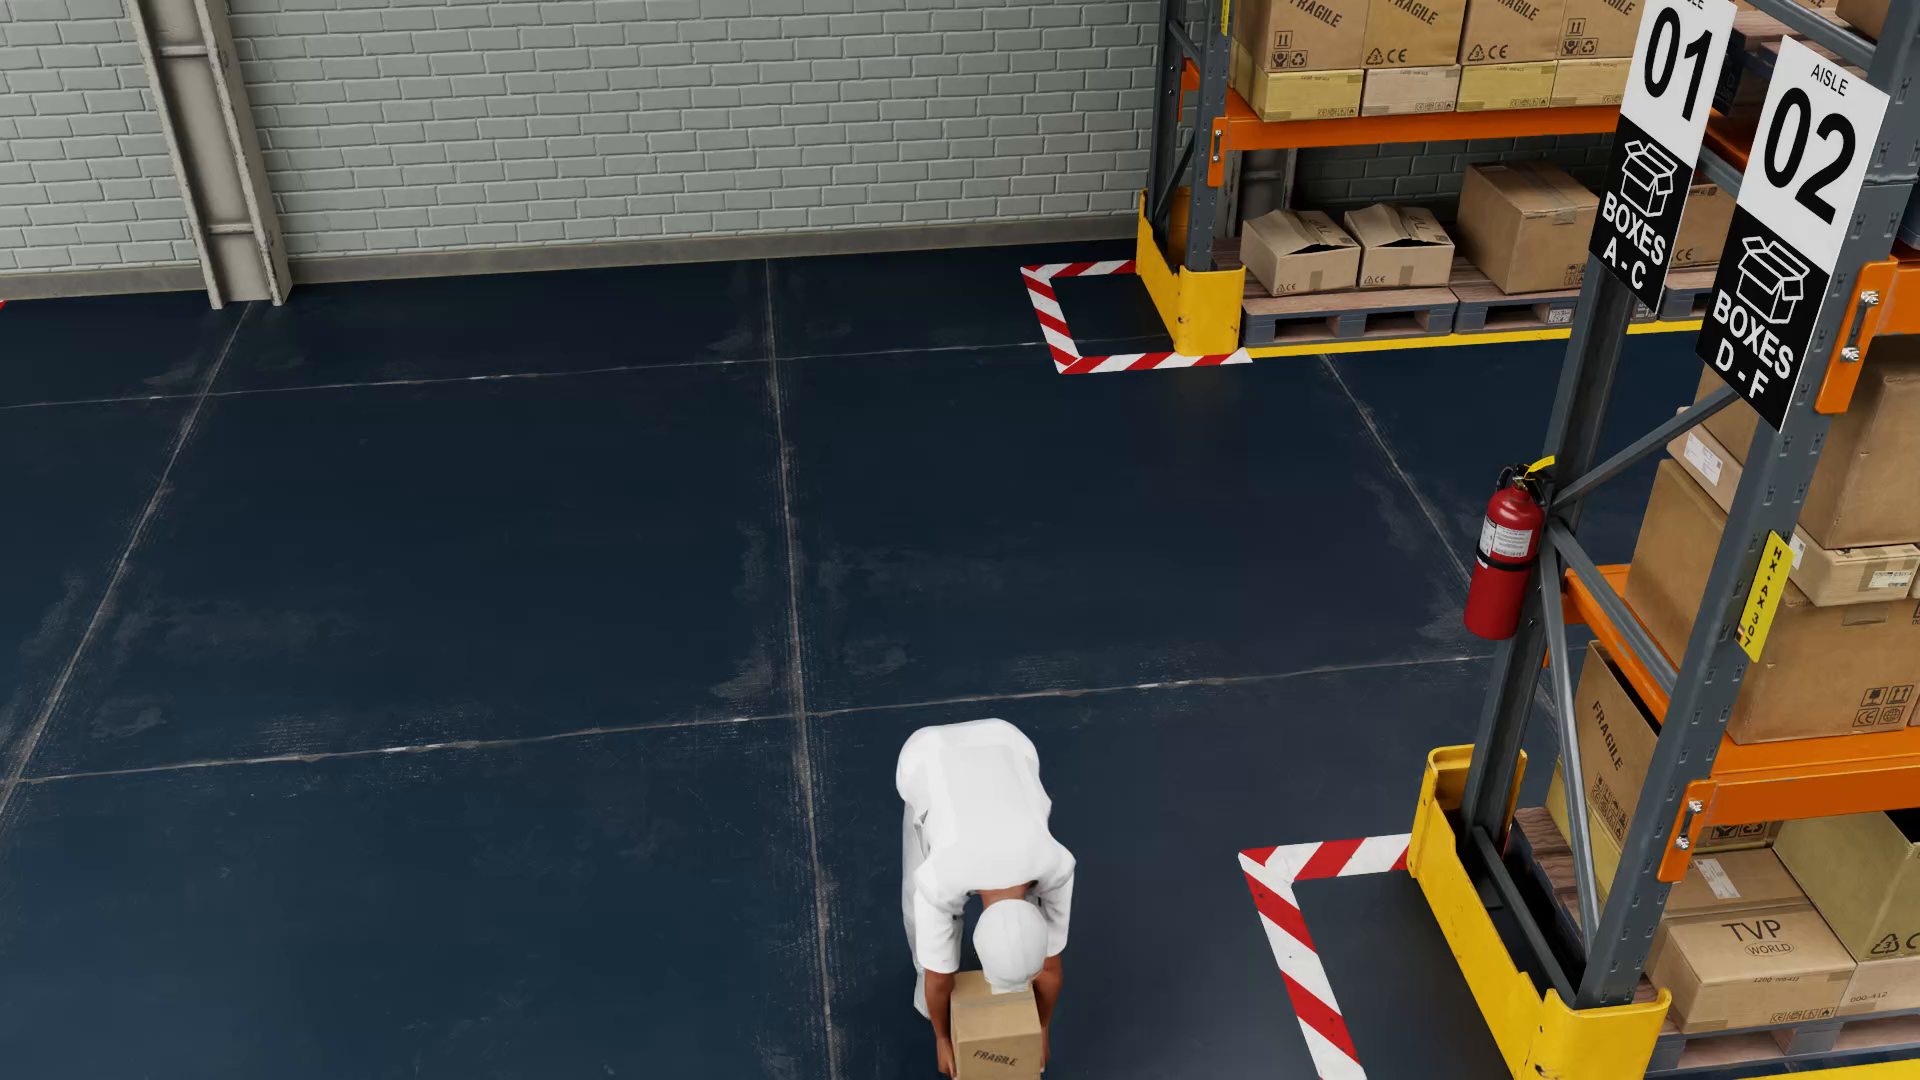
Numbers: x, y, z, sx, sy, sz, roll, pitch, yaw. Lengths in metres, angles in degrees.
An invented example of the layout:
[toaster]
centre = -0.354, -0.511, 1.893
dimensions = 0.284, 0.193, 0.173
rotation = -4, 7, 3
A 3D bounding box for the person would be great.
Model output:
[person]
centre = 0.083, 1.159, 5.066
dimensions = 0.486, 1.053, 0.981
rotation = -6, 35, -8
